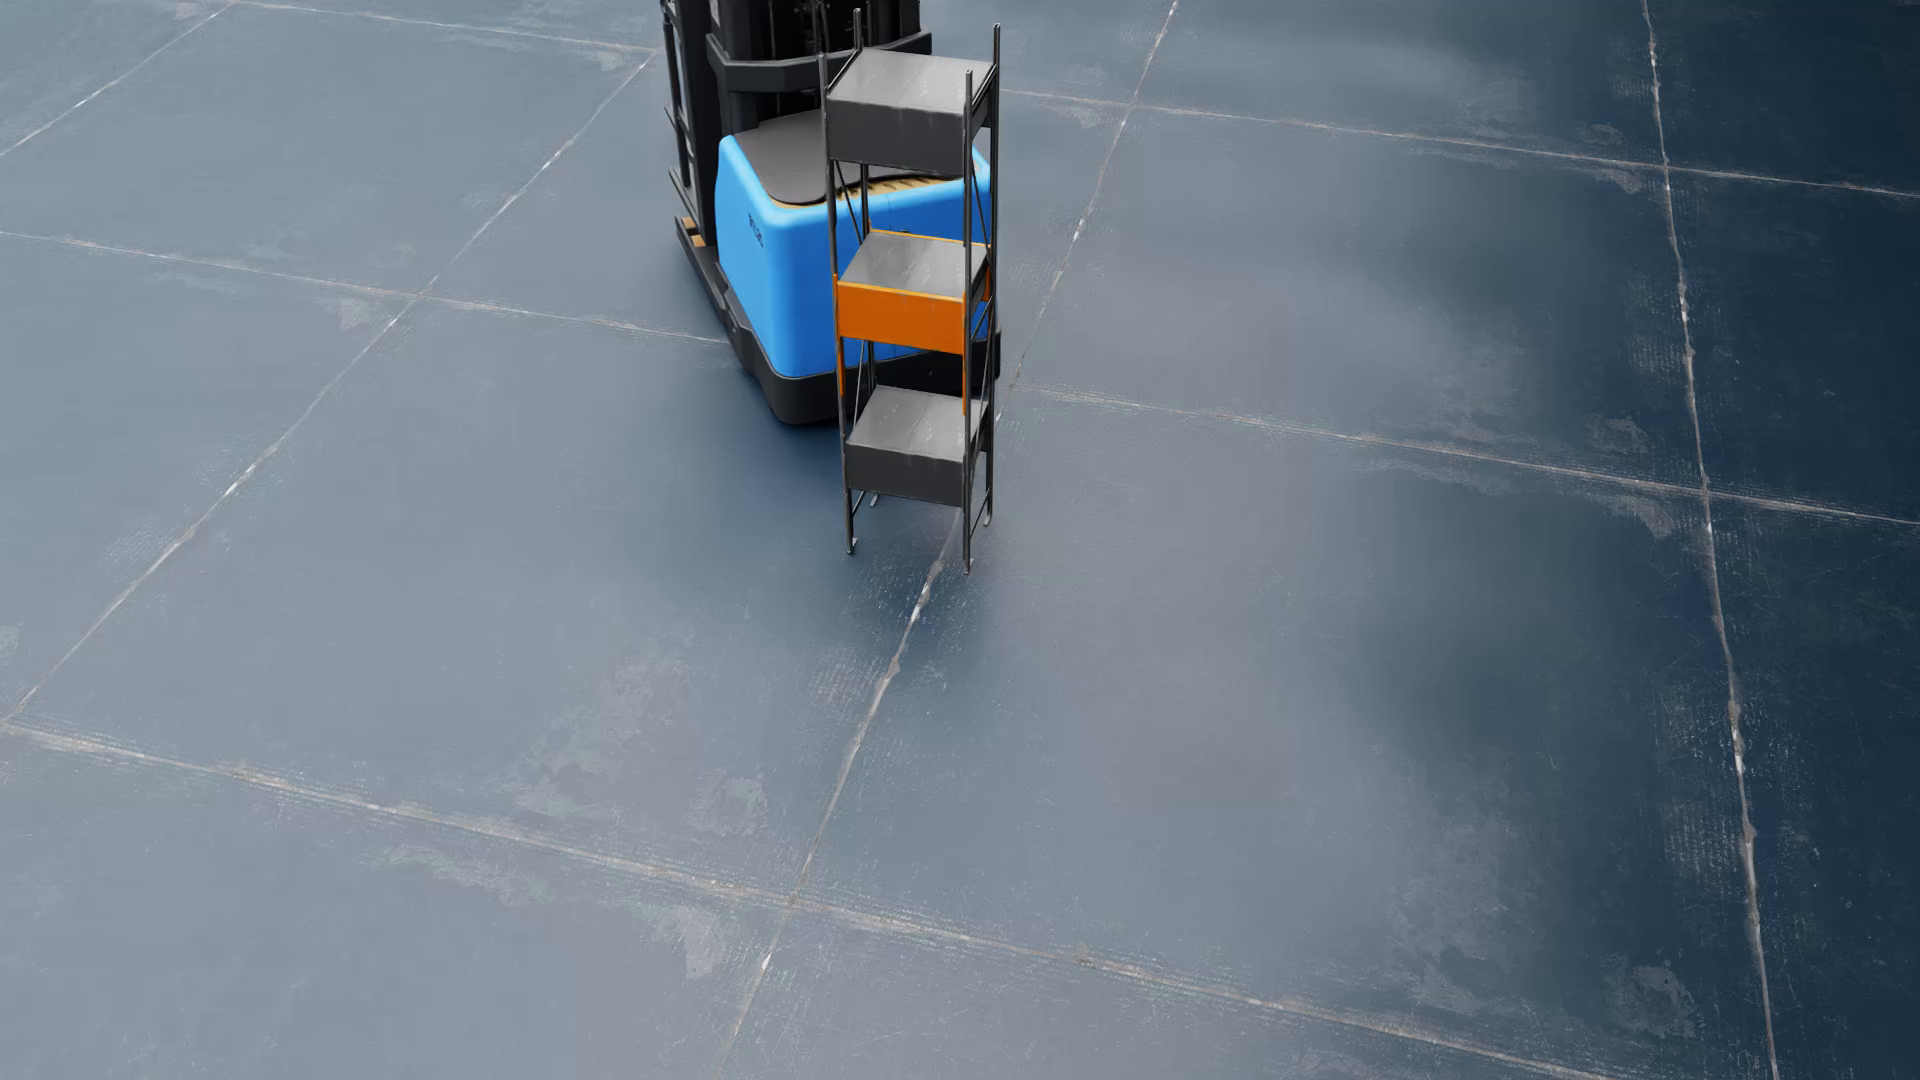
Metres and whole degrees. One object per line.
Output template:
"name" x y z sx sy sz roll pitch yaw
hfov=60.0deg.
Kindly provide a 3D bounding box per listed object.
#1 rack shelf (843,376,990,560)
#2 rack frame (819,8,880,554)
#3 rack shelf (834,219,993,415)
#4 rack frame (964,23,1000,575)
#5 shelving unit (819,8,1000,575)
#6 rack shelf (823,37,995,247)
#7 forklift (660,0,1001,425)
"rack shelf" -0.160 -0.285 6.566 0.480 0.518 0.431 10 41 11
"rack frame" -0.396 -0.872 6.156 0.015 2.100 0.400 10 41 11
"rack shelf" -0.160 -0.821 6.116 0.480 0.518 0.431 10 41 11
"rack frame" 0.076 -0.791 6.059 0.015 2.100 0.400 10 41 11
"shelving unit" -0.160 -0.832 6.107 0.503 2.100 0.431 10 41 11
"rack shelf" -0.160 -1.357 5.666 0.480 0.518 0.431 10 41 11
"forklift" -0.810 -2.579 7.542 1.130 2.935 3.031 -14 42 -16
